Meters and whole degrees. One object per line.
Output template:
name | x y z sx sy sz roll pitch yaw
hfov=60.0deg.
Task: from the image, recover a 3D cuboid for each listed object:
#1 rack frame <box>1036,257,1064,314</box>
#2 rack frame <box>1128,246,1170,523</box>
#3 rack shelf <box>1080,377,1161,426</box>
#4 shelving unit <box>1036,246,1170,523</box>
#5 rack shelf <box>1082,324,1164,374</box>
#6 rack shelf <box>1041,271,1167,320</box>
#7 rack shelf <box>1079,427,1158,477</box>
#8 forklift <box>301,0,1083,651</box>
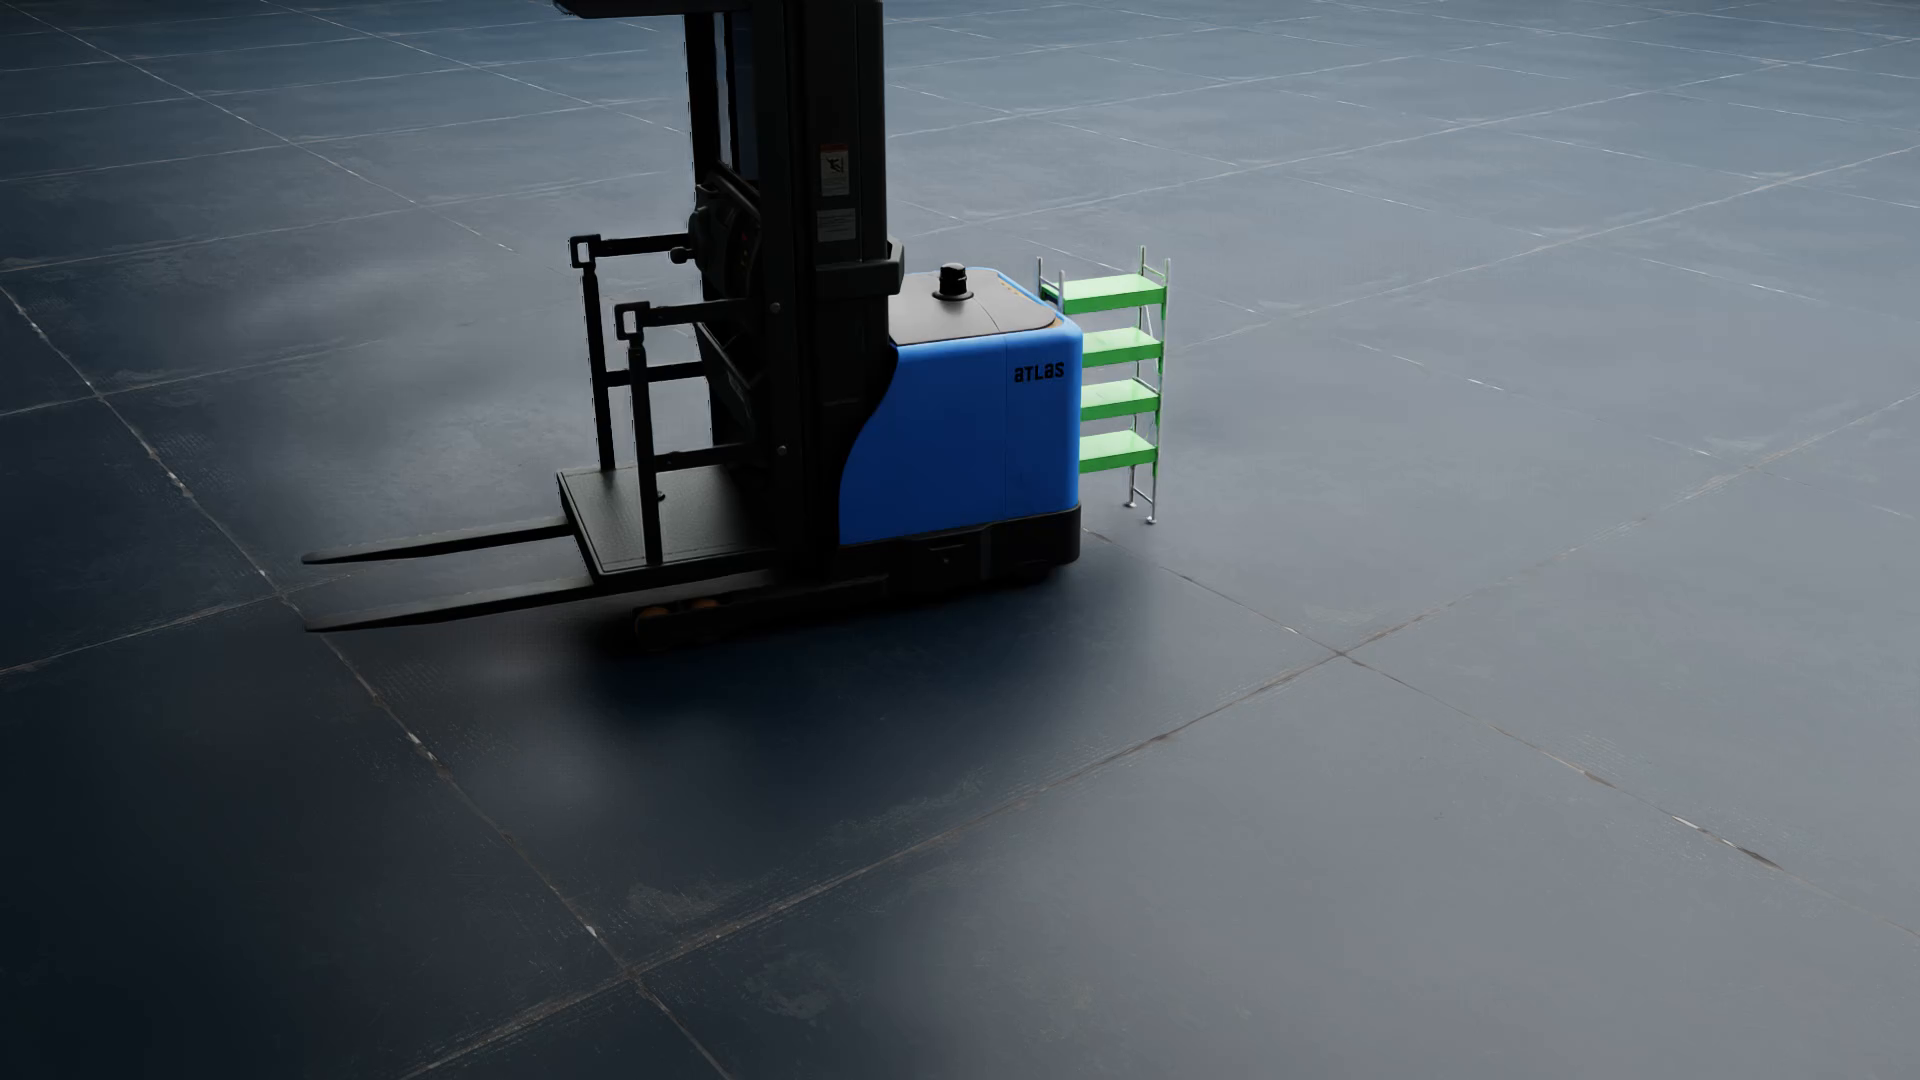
rack frame | 0.372 -0.590 7.096 0.015 1.200 0.240 -10 27 -20
rack frame | 0.823 -0.668 7.264 0.015 1.200 0.240 -10 27 -20
rack shelf | 0.597 -0.571 7.207 0.480 0.148 0.258 -10 27 -20
shelving unit | 0.597 -0.629 7.180 0.503 1.200 0.258 -10 27 -20
rack shelf | 0.597 -0.789 7.106 0.480 0.148 0.258 -10 27 -20
rack shelf | 0.597 -1.006 7.005 0.480 0.148 0.258 -10 27 -20
rack shelf | 0.597 -0.353 7.308 0.480 0.148 0.258 -10 27 -20
forklift | -1.072 -1.157 6.262 3.031 2.935 1.130 -9 26 -19
